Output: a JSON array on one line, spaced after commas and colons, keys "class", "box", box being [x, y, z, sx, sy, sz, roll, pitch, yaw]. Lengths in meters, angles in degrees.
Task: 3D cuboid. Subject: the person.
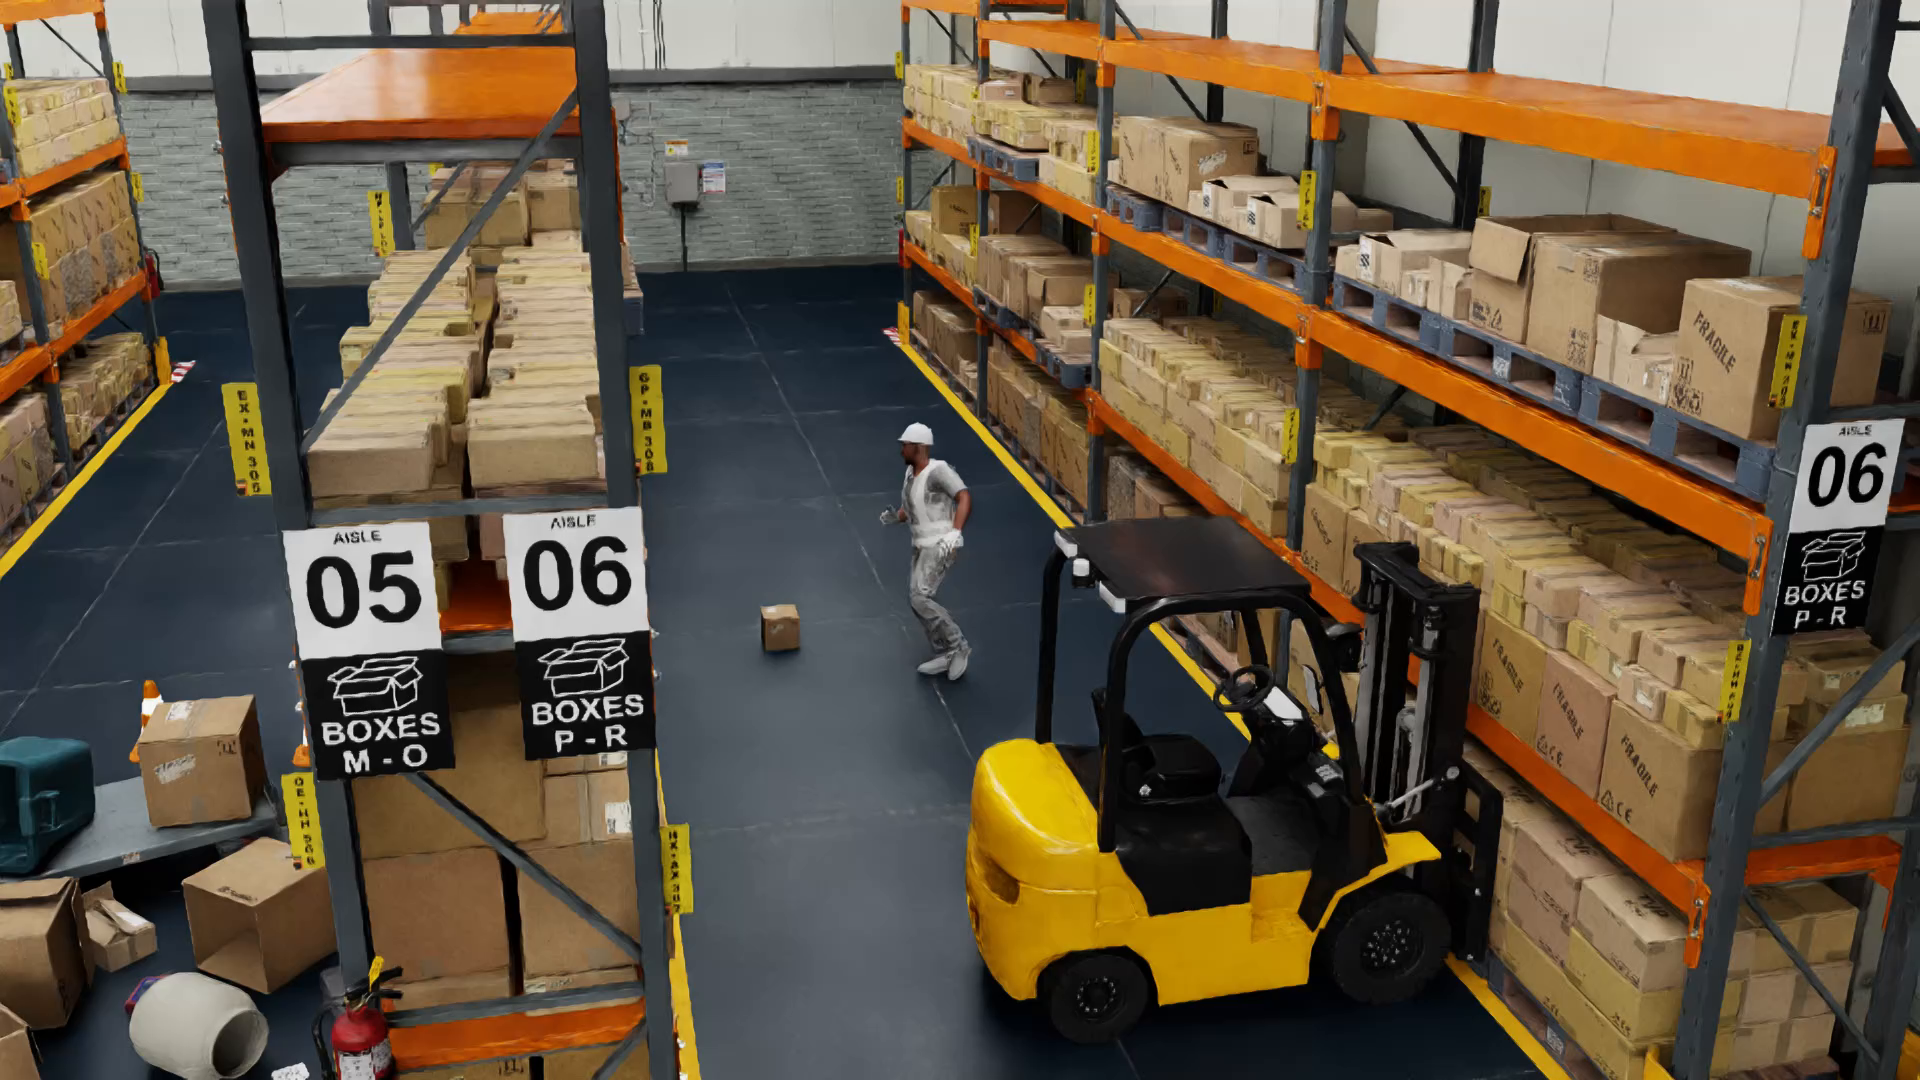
[{"class": "person", "box": [-0.240, 0.076, 11.509, 0.573, 1.661, 0.941, -8, 21, -22]}]
